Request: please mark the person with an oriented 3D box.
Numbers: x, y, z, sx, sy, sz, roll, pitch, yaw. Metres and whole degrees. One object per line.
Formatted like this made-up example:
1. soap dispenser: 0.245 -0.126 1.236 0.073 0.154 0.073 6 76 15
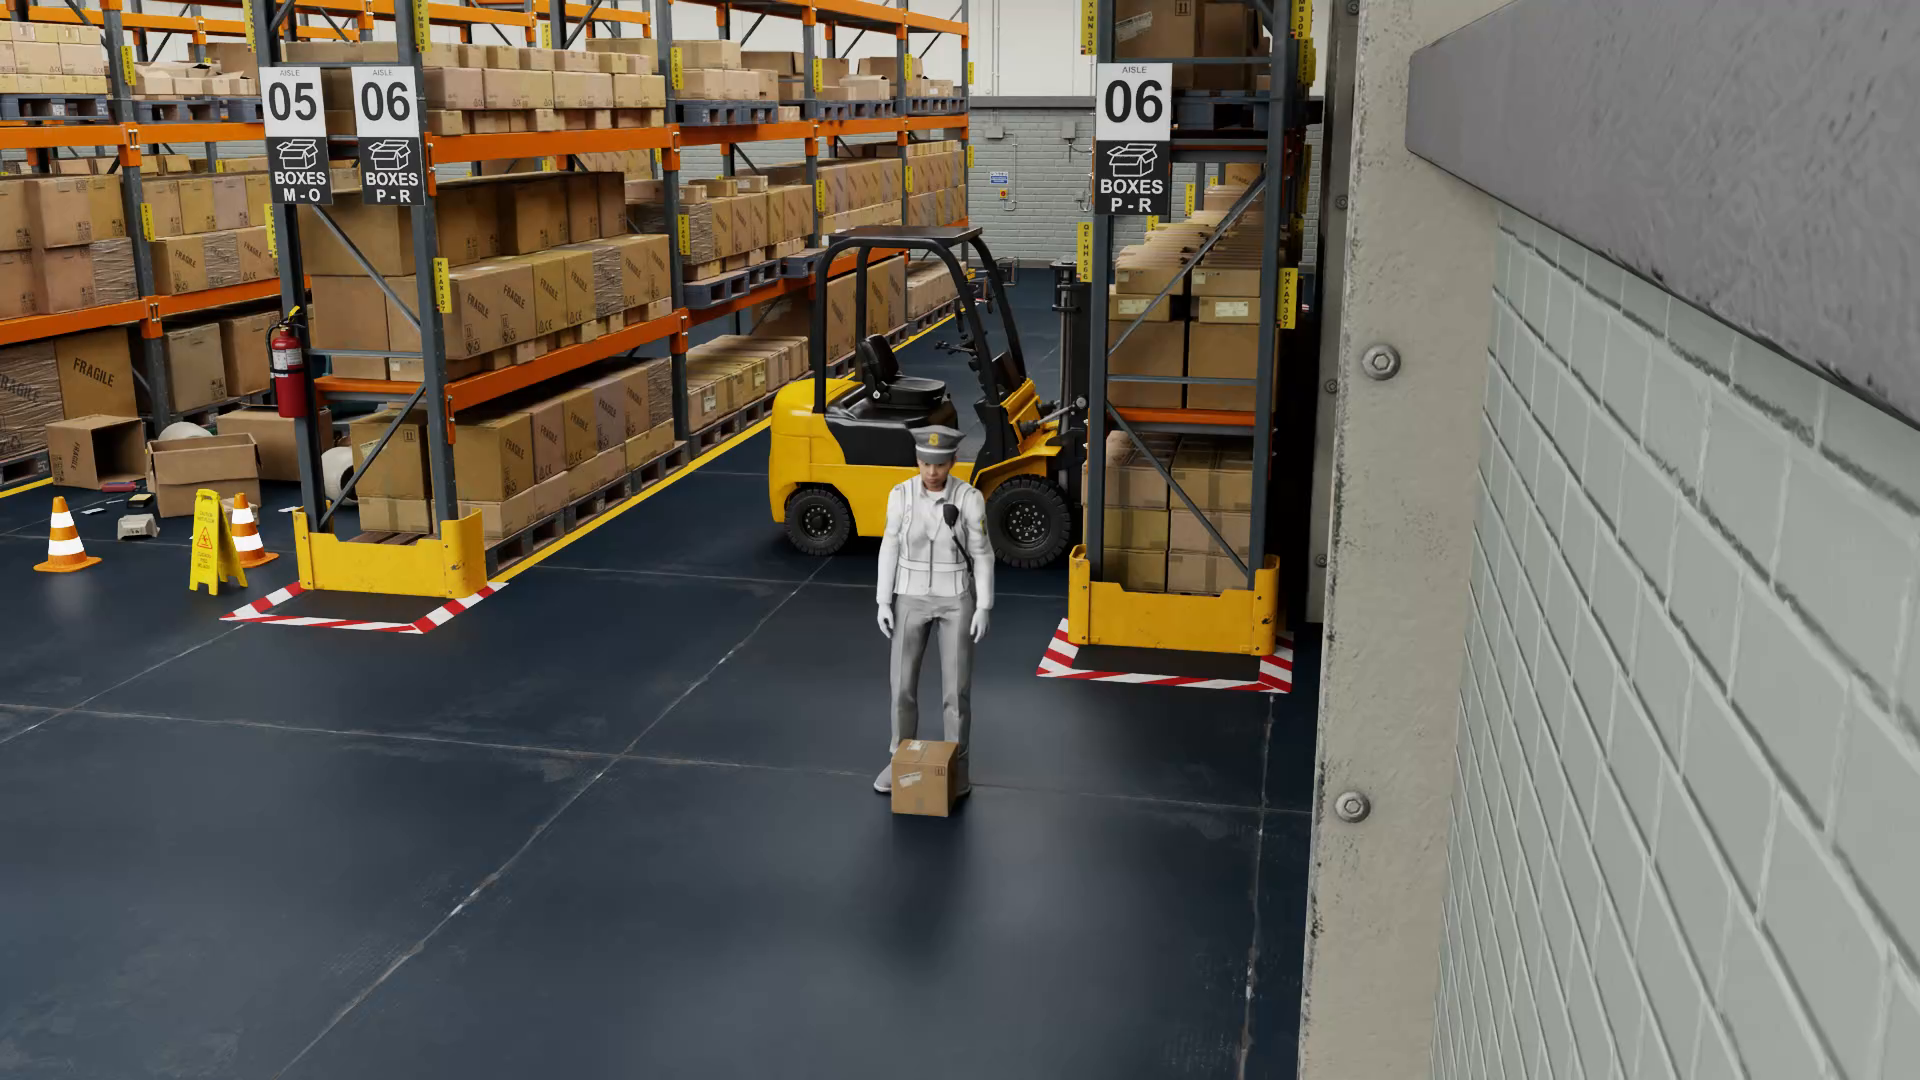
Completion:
1. person: -0.112 0.301 7.365 0.526 1.662 0.374 2 15 9
